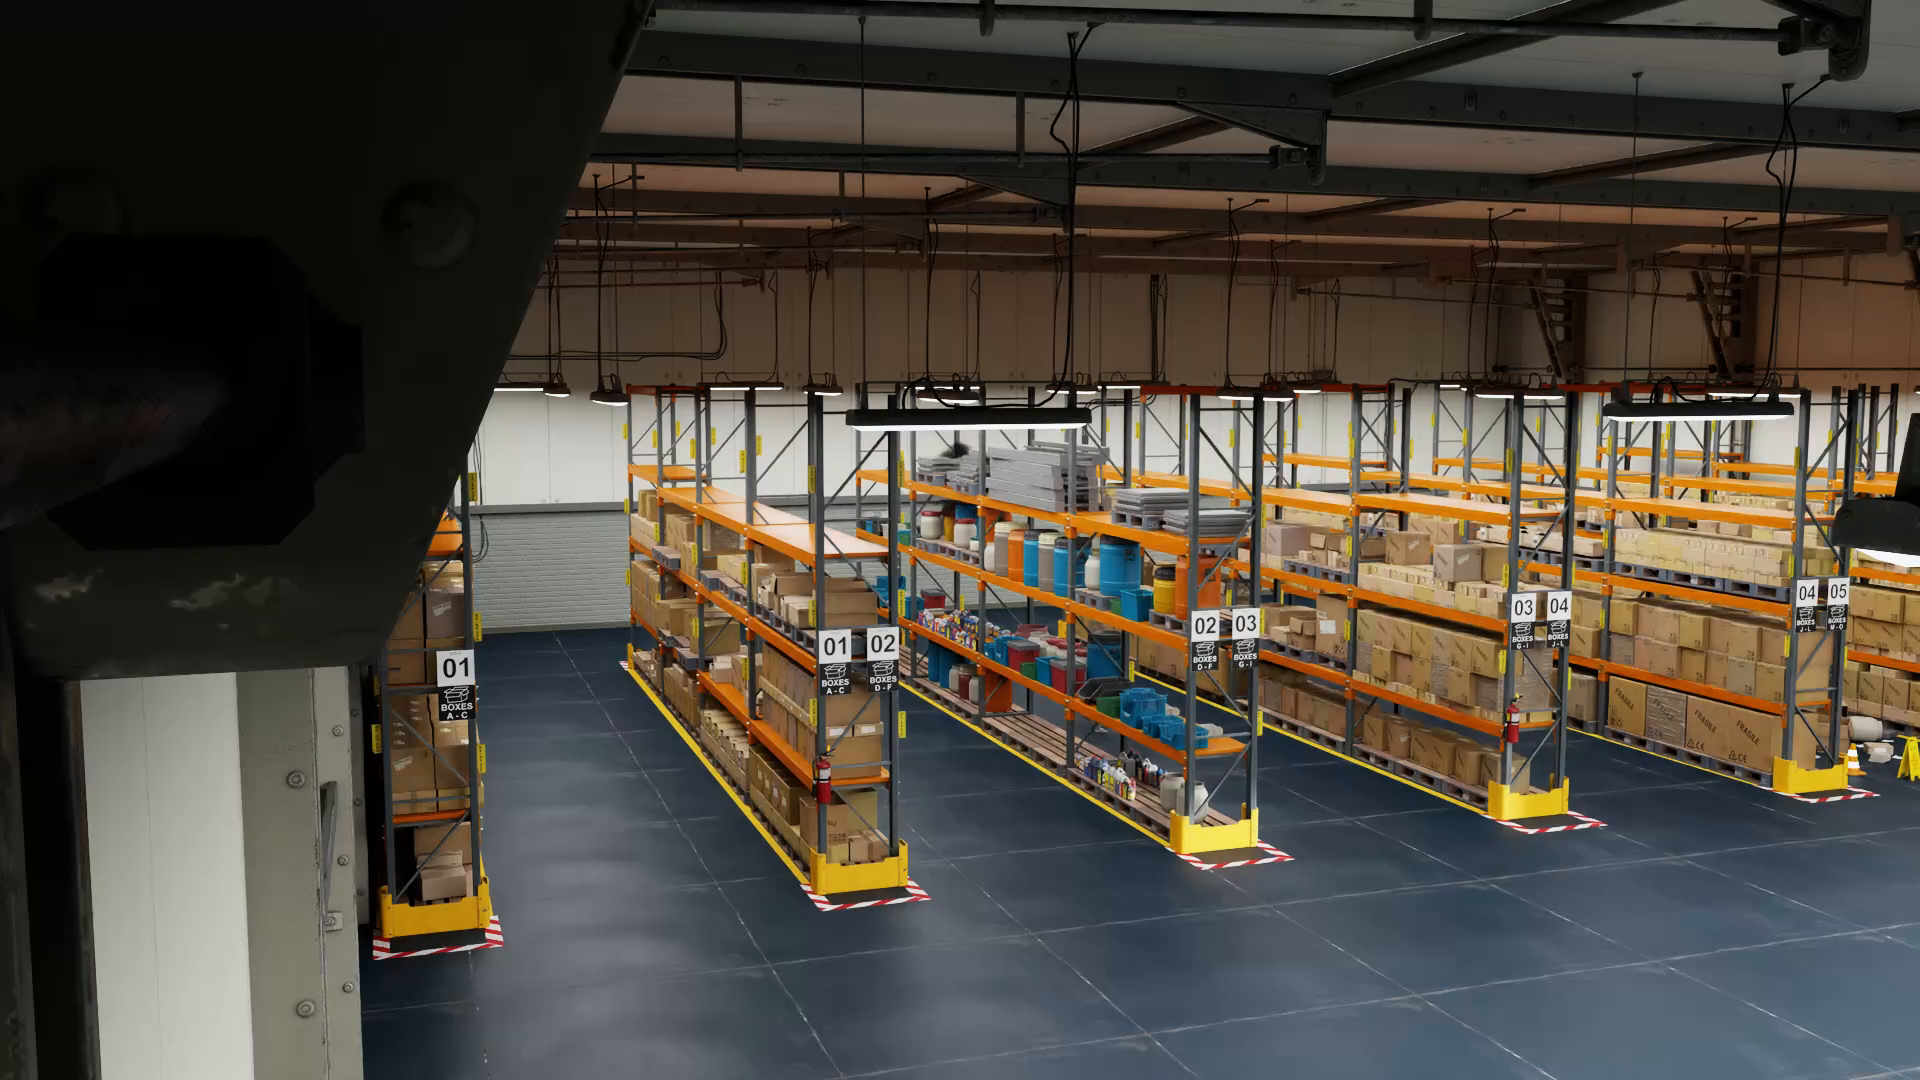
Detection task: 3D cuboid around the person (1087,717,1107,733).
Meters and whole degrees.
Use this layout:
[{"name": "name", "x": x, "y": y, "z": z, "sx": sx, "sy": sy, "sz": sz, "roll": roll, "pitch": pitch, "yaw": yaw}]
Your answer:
[{"name": "person", "x": 2.466, "y": 2.603, "z": 28.858, "sx": 0.698, "sy": 1.512, "sz": 0.508, "roll": 4, "pitch": 7, "yaw": 36}]
